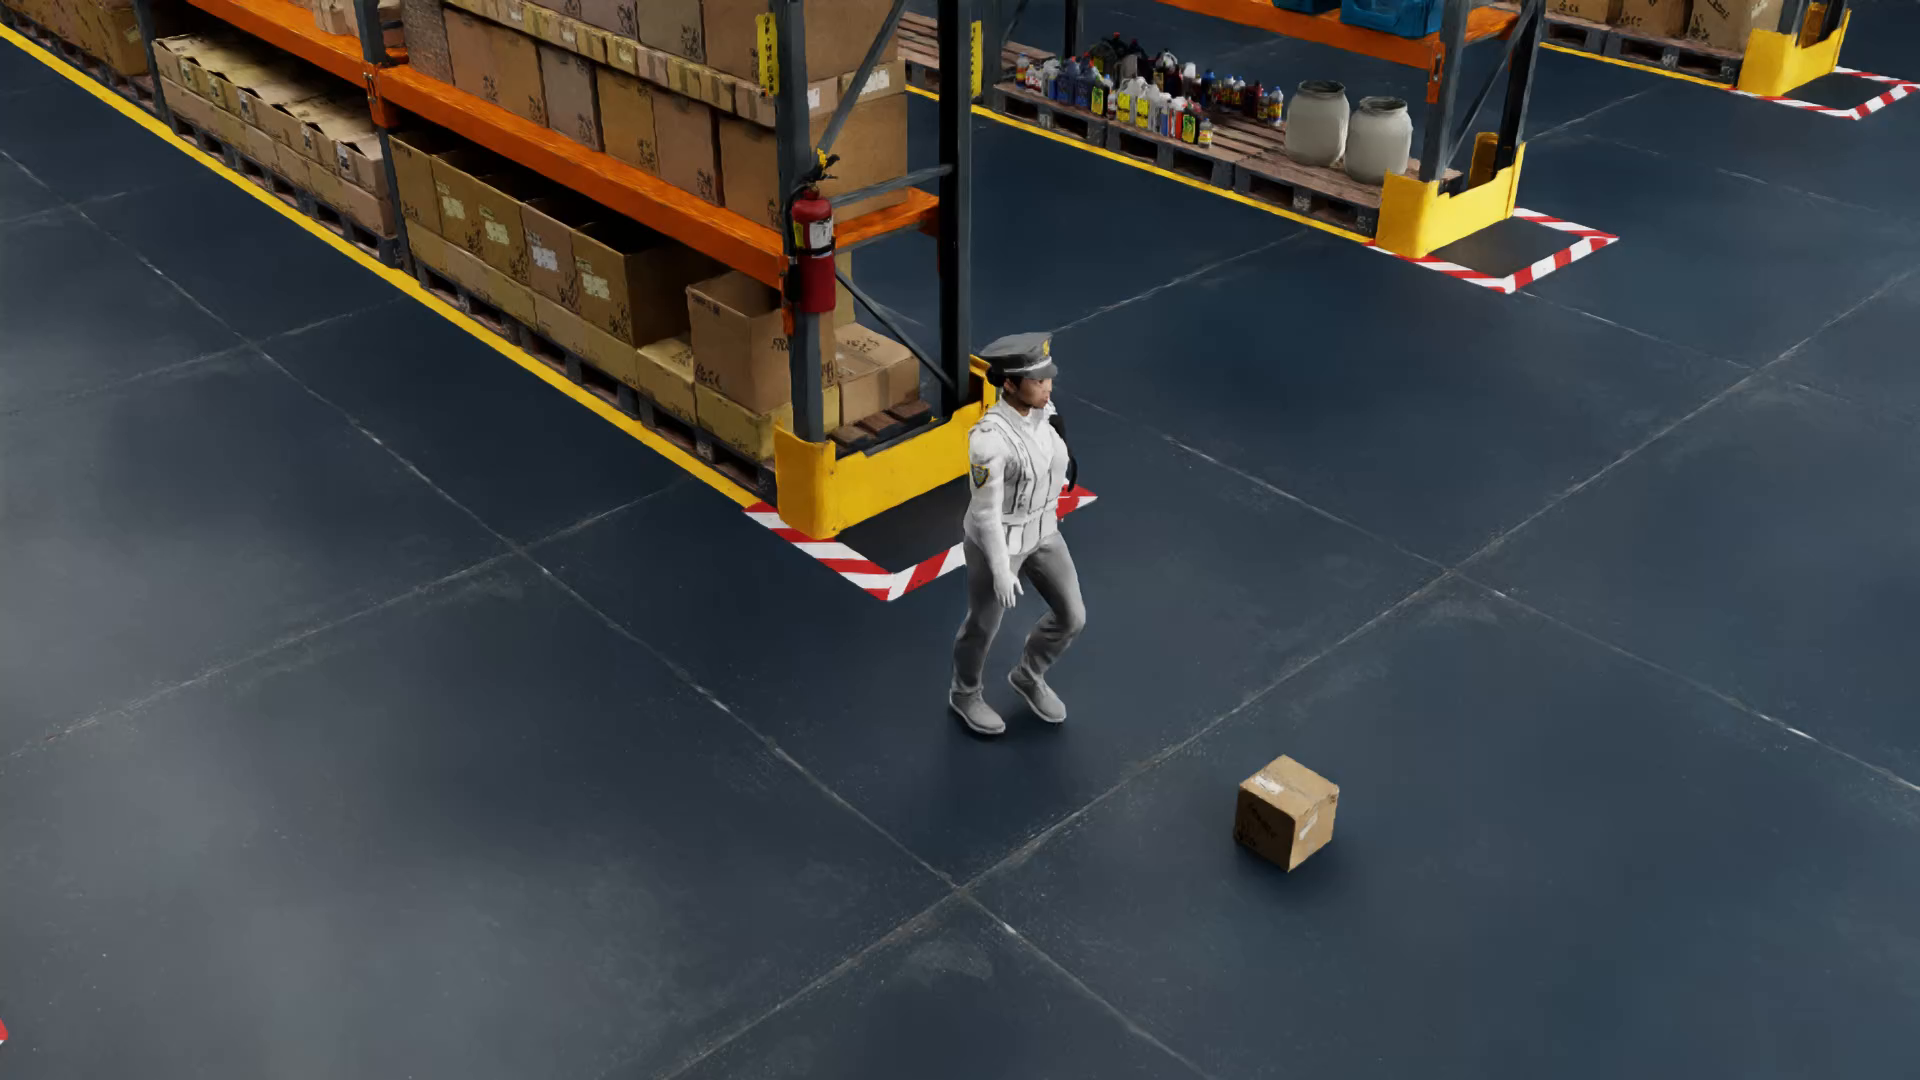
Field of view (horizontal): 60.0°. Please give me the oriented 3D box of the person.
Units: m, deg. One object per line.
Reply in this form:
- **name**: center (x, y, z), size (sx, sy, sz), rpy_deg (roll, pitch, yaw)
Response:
- **person**: center (0.199, -0.007, 6.099), size (0.495, 1.672, 0.509), rpy_deg (23, 39, 32)
